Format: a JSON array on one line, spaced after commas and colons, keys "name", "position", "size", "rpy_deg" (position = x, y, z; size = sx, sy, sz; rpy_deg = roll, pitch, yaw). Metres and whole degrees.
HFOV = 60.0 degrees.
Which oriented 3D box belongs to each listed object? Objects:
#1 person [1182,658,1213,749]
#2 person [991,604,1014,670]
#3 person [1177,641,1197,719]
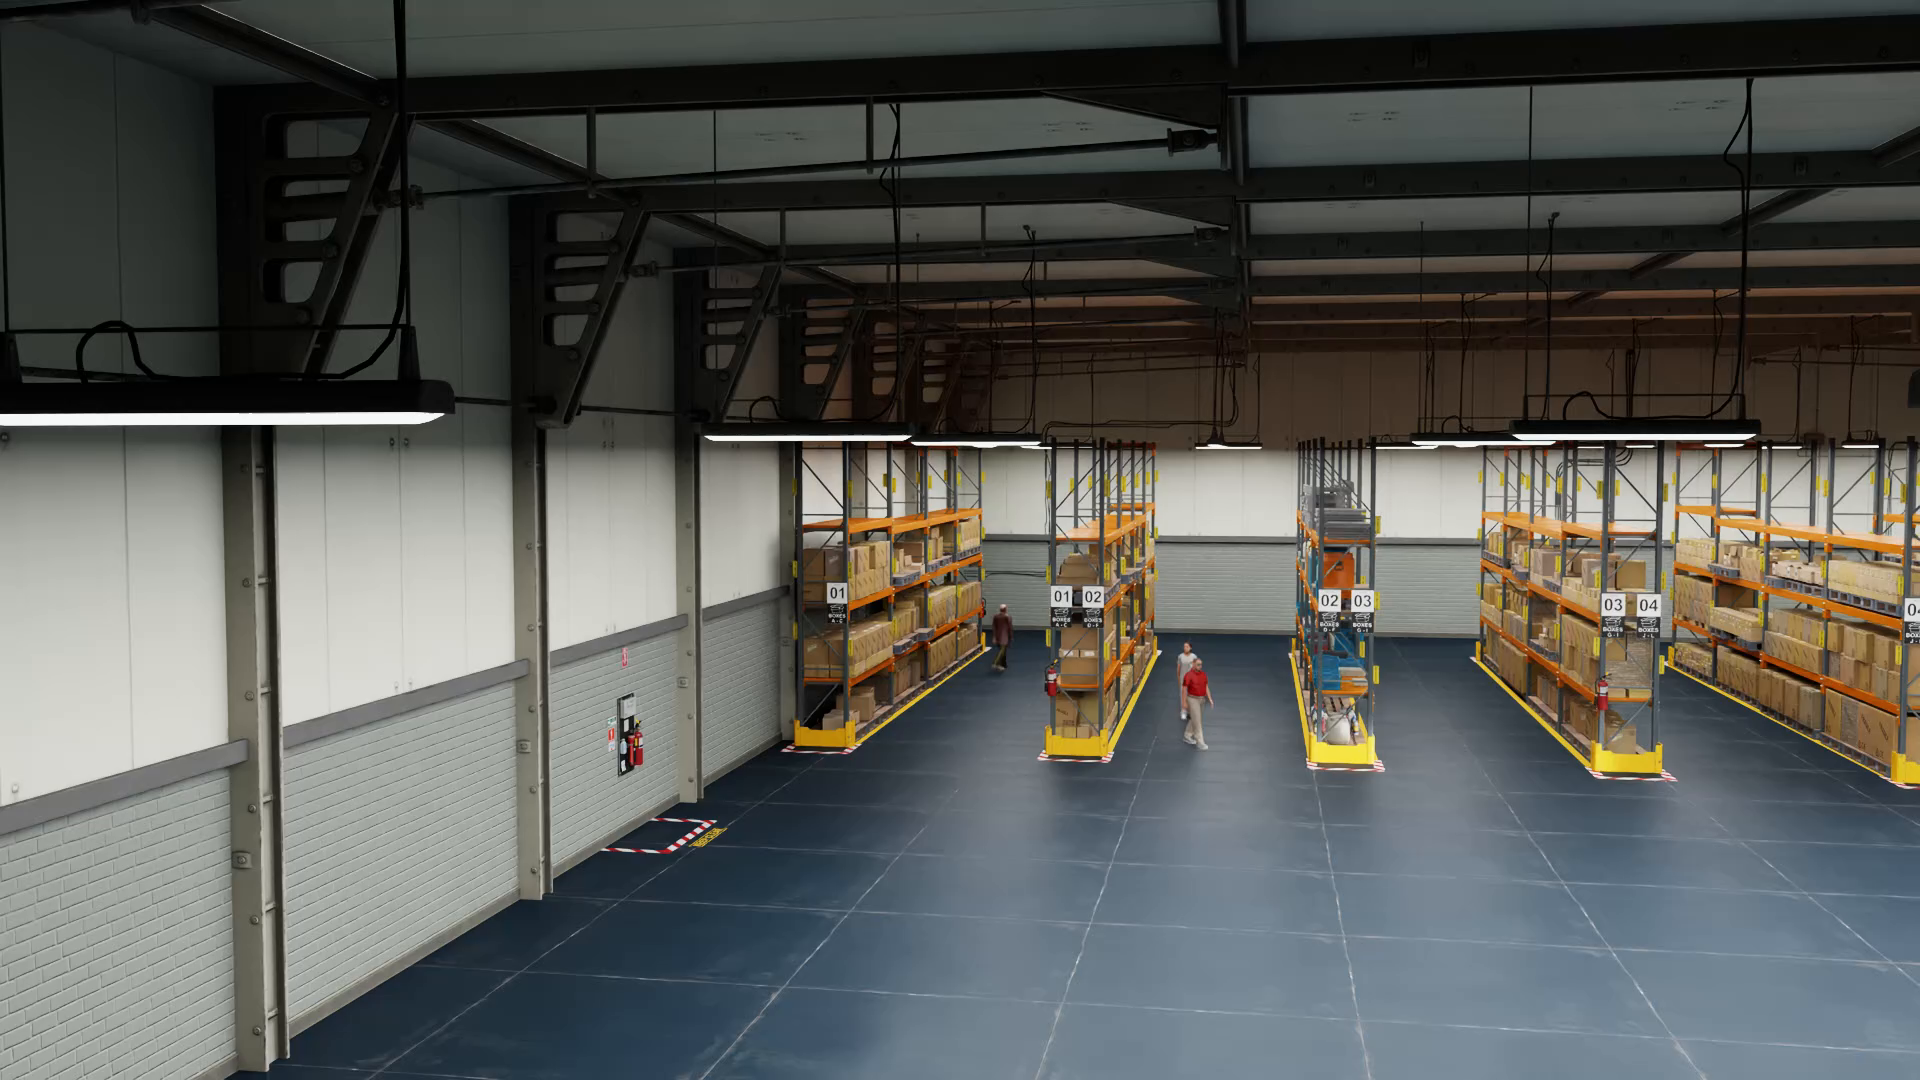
[{"name": "person", "position": [4.629, 3.146, 32.278], "size": [0.579, 1.694, 0.872], "rpy_deg": [-3, 4, -43]}, {"name": "person", "position": [1.104, 2.544, 43.441], "size": [0.621, 1.753, 1.021], "rpy_deg": [3, 4, 42]}, {"name": "person", "position": [4.896, 2.995, 35.699], "size": [0.472, 1.626, 0.938], "rpy_deg": [0, 3, 9]}]
